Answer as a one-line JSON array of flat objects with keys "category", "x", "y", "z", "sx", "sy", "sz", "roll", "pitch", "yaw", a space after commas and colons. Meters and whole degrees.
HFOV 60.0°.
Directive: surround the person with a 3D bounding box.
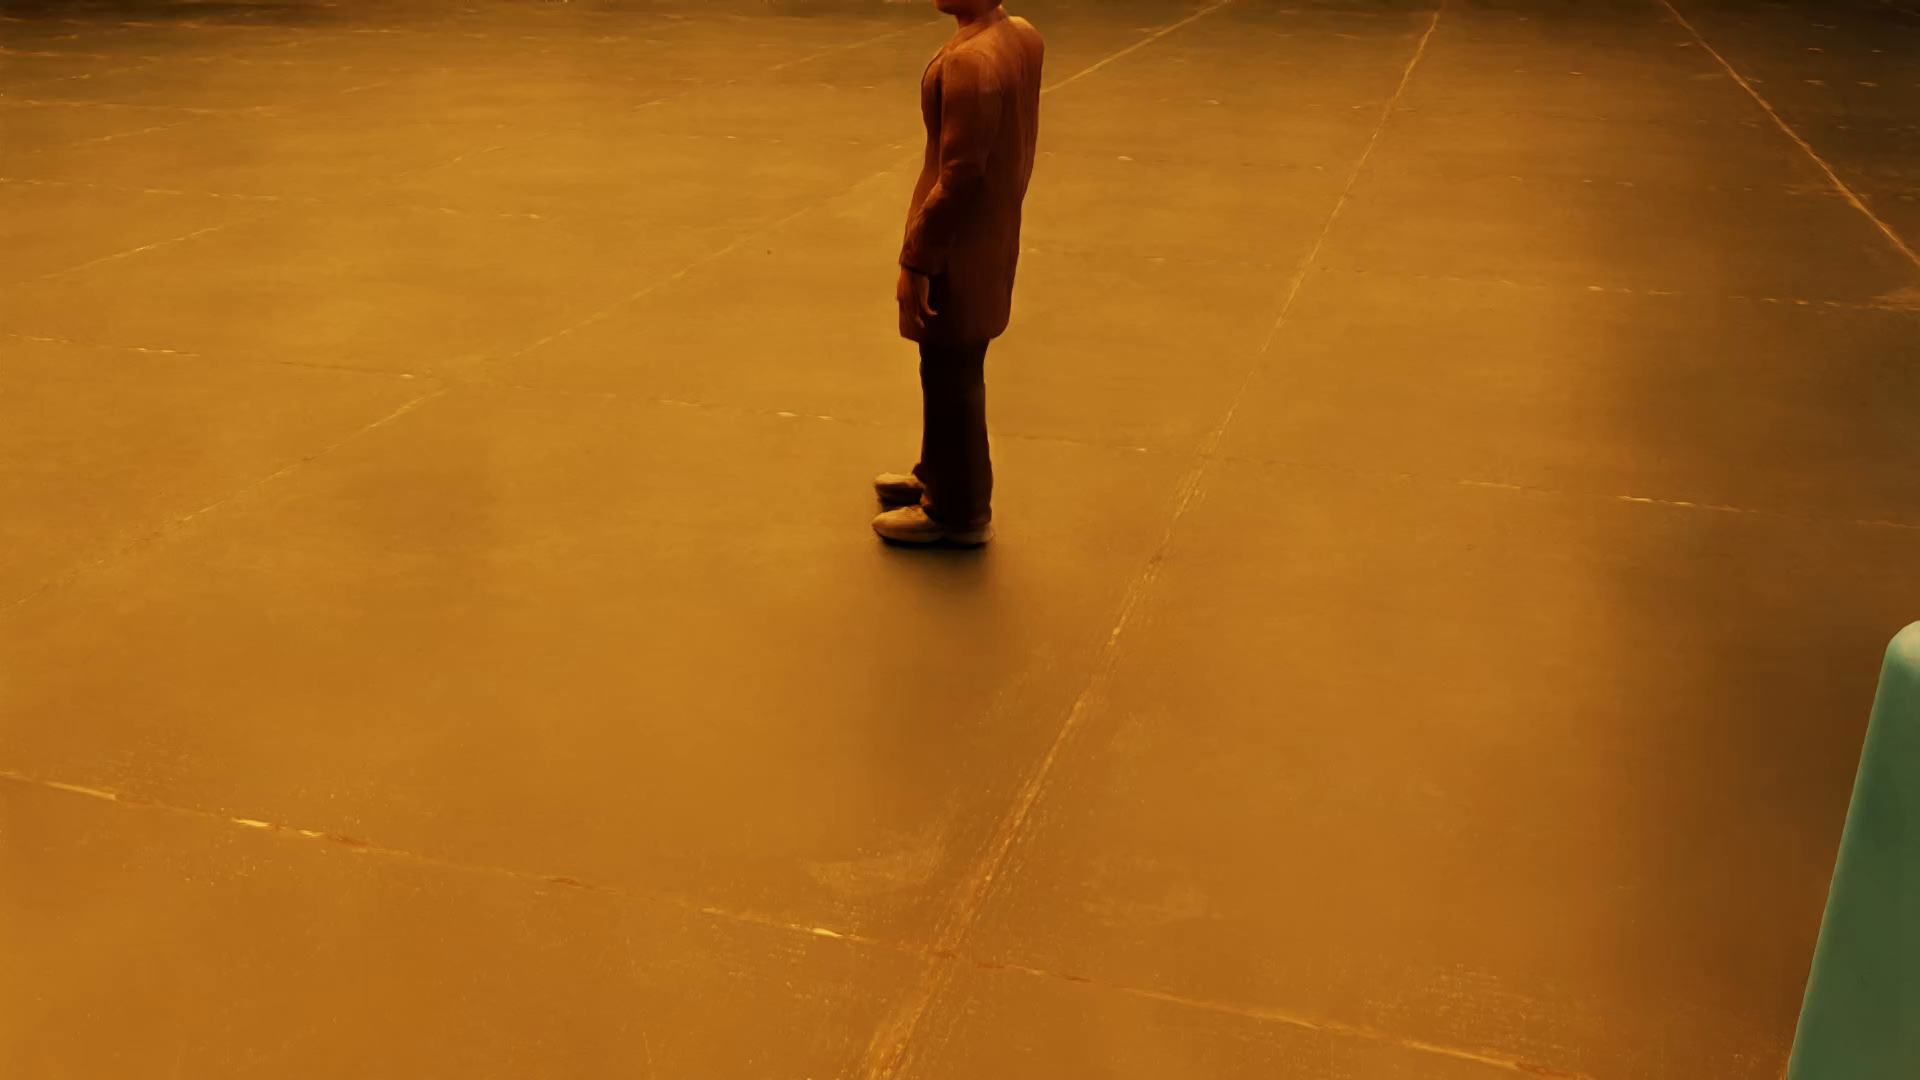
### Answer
[{"category": "person", "x": -0.088, "y": -0.841, "z": 4.809, "sx": 0.575, "sy": 1.776, "sz": 0.694, "roll": 7, "pitch": 23, "yaw": 16}]
